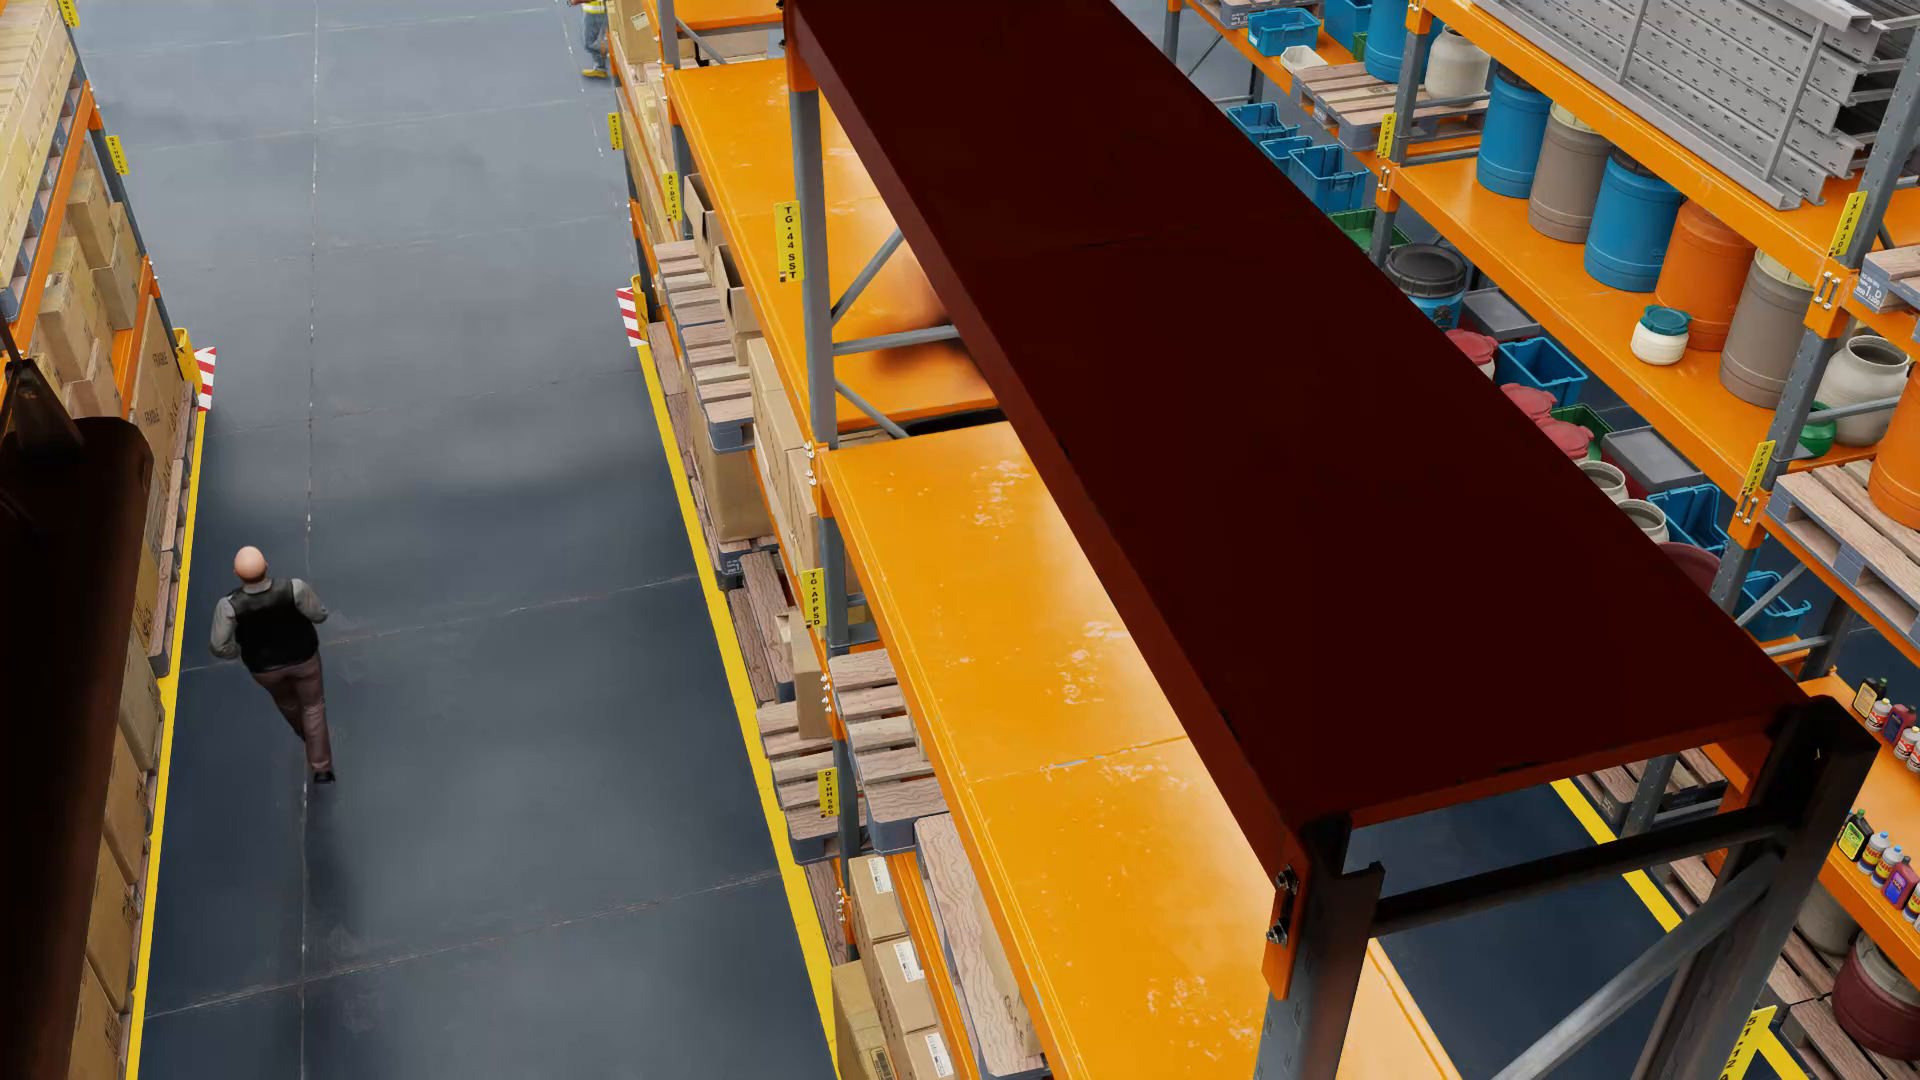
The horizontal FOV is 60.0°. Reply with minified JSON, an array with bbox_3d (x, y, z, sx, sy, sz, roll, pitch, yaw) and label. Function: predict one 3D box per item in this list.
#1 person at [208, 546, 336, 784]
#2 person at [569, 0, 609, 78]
[{"bbox_3d":[-4.097,0.719,10.061,0.661,1.735,0.861,-13,40,-16],"label":"person"},{"bbox_3d":[-4.156,-6.173,19.232,0.696,1.723,0.704,5,39,6],"label":"person"}]
